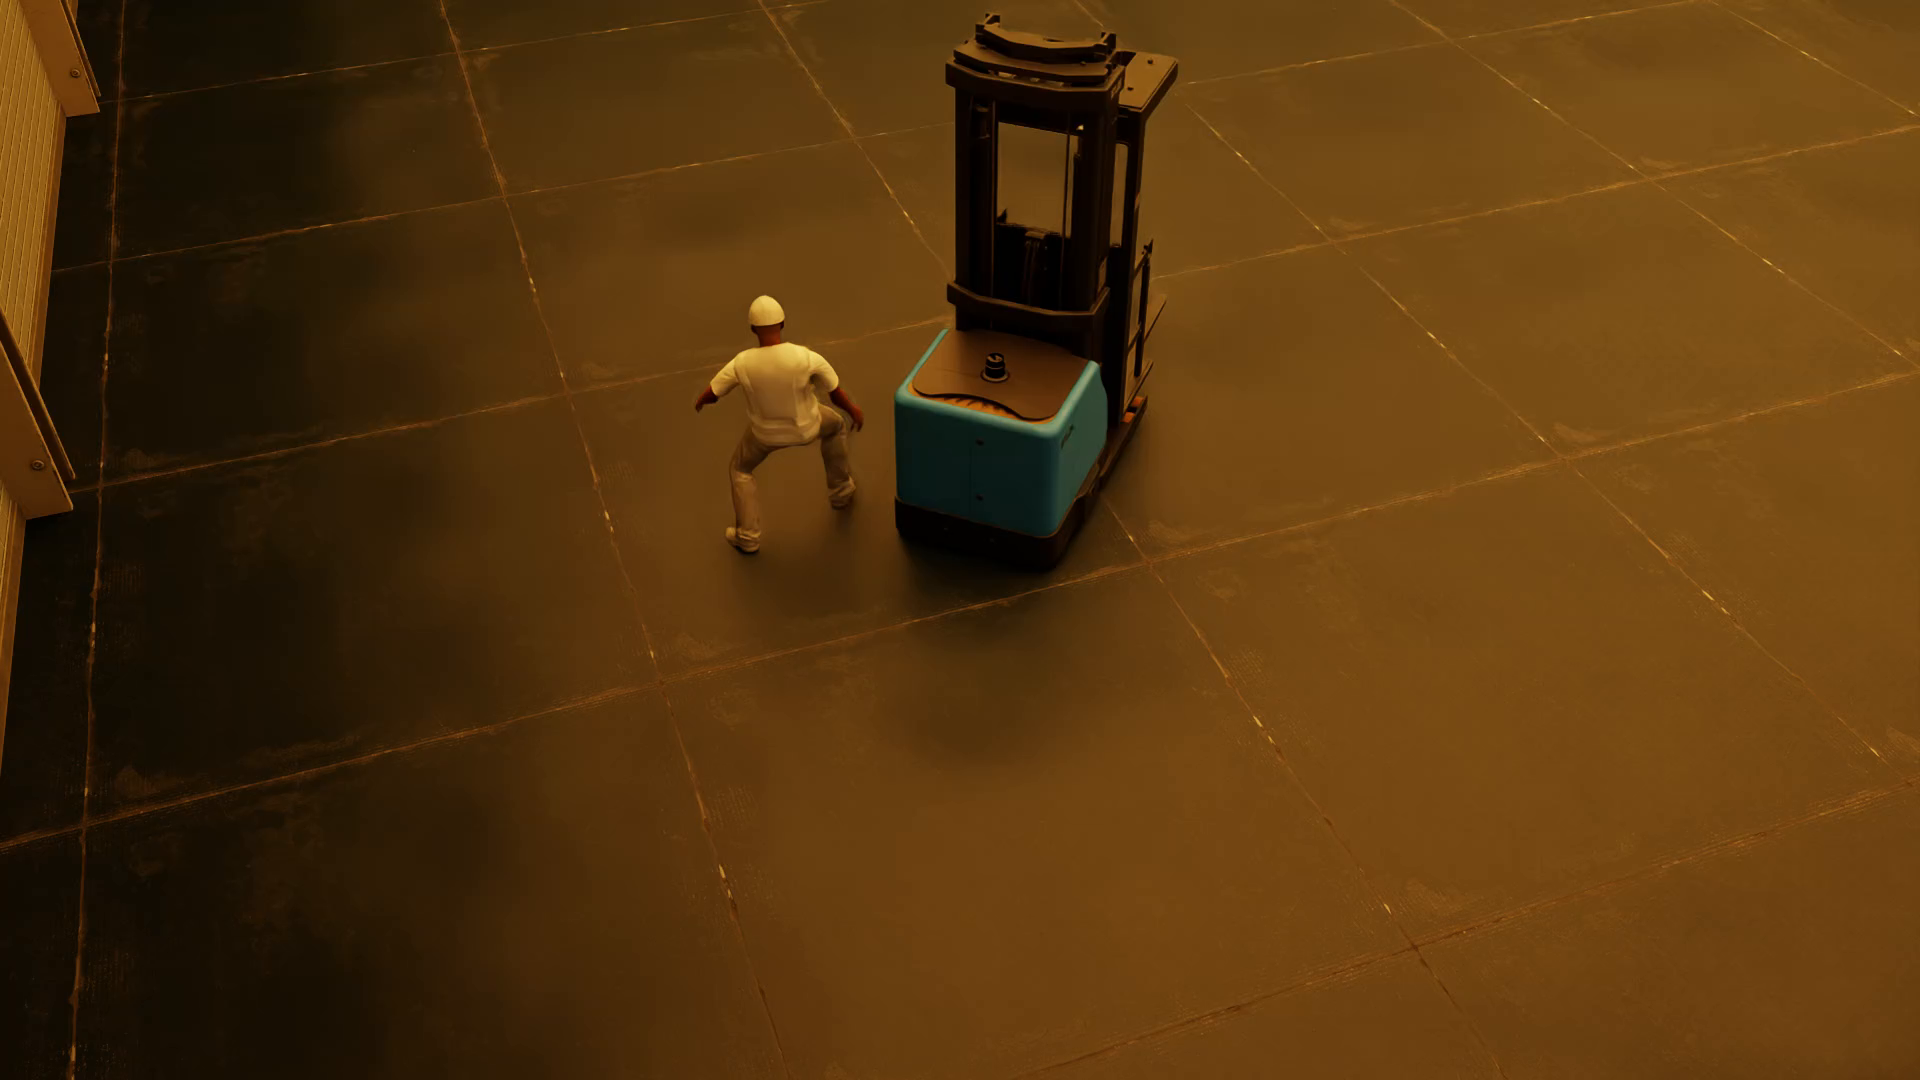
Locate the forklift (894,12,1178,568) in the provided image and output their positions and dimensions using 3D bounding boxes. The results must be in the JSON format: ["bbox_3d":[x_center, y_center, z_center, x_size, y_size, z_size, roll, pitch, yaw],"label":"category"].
[{"bbox_3d":[0.621,-1.905,10.265,1.130,2.935,3.031,14,42,17],"label":"forklift"}]

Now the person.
[{"bbox_3d":[-1.087,-0.746,9.924,1.018,1.643,0.679,-1,40,-1],"label":"person"}]
